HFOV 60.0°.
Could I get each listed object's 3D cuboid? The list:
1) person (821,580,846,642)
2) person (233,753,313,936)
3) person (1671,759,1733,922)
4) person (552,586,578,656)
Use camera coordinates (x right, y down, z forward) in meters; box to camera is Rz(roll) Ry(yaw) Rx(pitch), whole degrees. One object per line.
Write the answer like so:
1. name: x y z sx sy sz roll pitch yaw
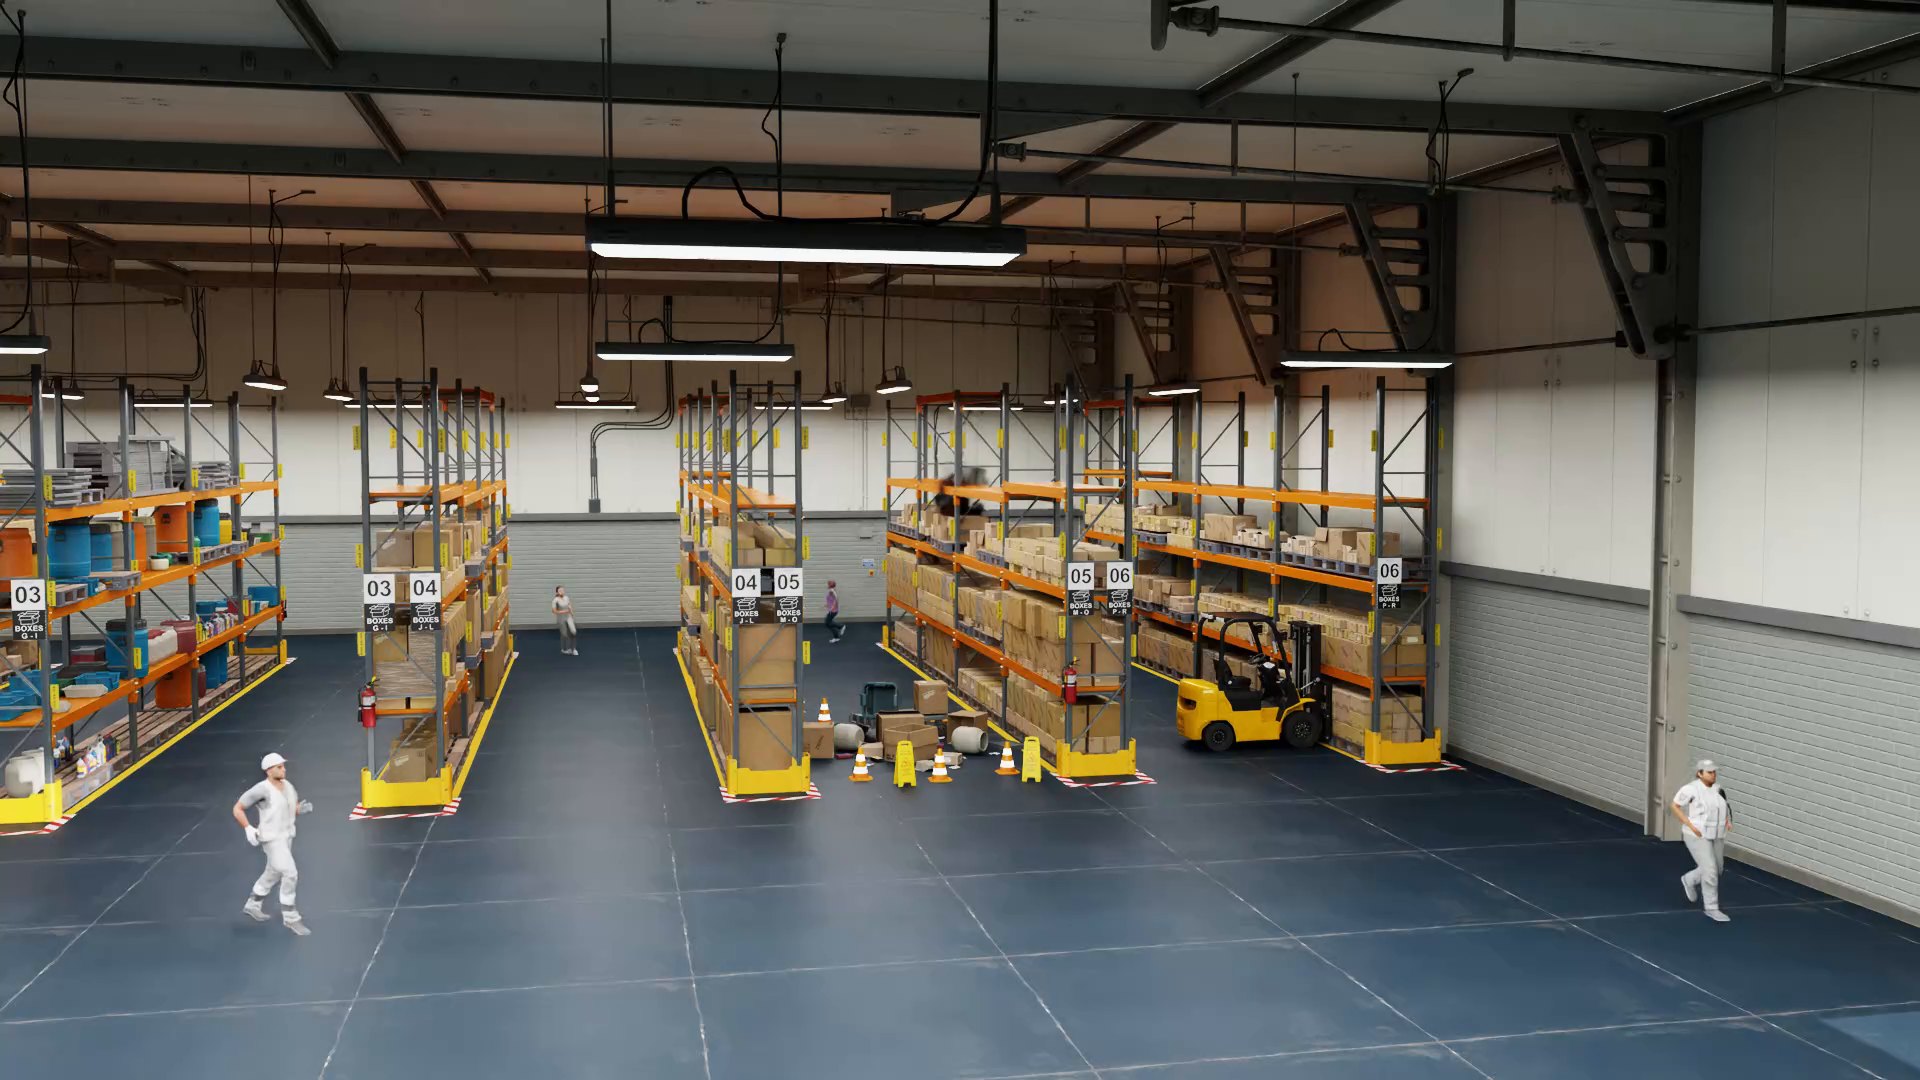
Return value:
1. person: -3.153 1.773 41.428 0.616 1.569 0.564 0 3 -3
2. person: -6.981 3.085 16.943 0.836 1.838 0.652 1 3 9
3. person: 7.843 3.131 17.554 0.615 1.652 0.743 -1 4 -20
4. person: -9.231 1.876 38.646 0.563 1.644 0.679 -2 4 -36
